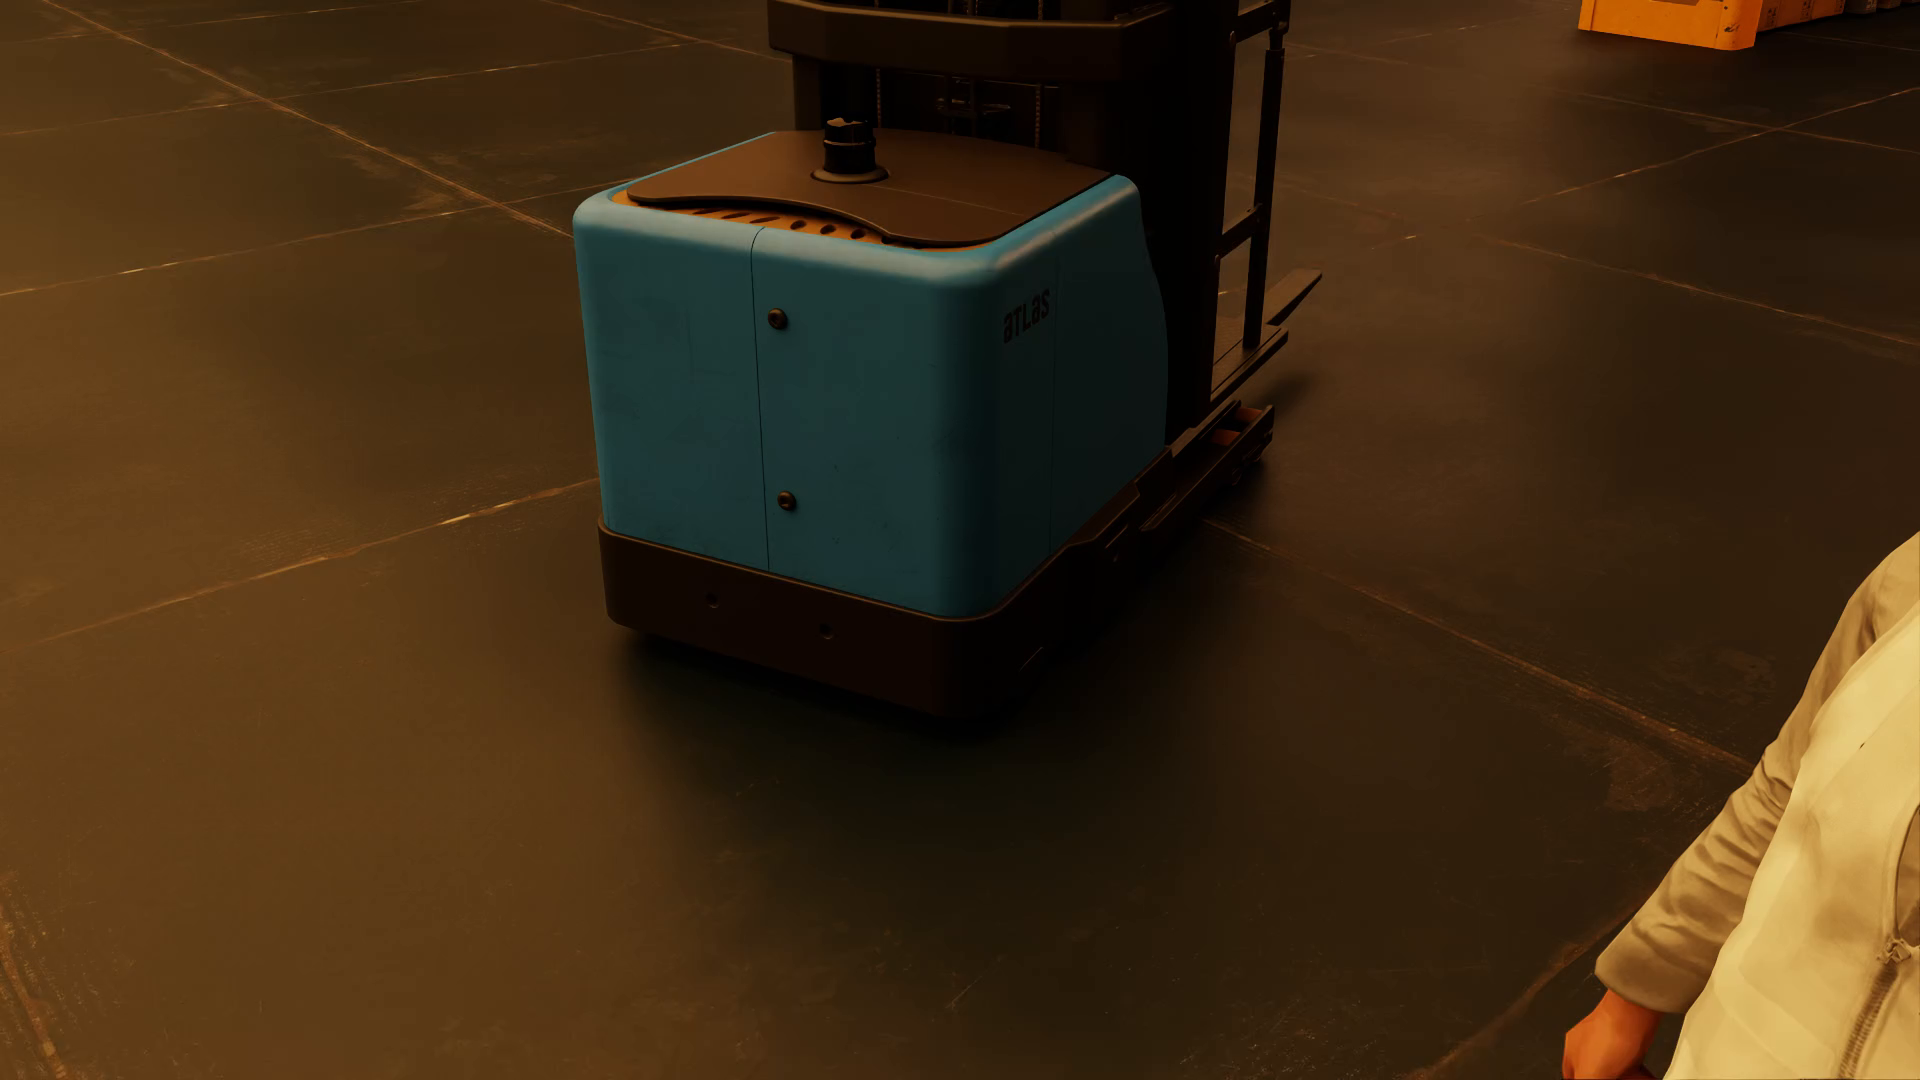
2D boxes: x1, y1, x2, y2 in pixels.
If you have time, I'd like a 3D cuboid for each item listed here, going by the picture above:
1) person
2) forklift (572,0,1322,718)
[{"bbox_3d":[0.686,0.589,1.301,0.570,1.773,0.630,-11,28,-21],"label":"person"},{"bbox_3d":[0.285,-1.552,4.331,1.130,2.935,3.031,13,29,25],"label":"forklift"}]
